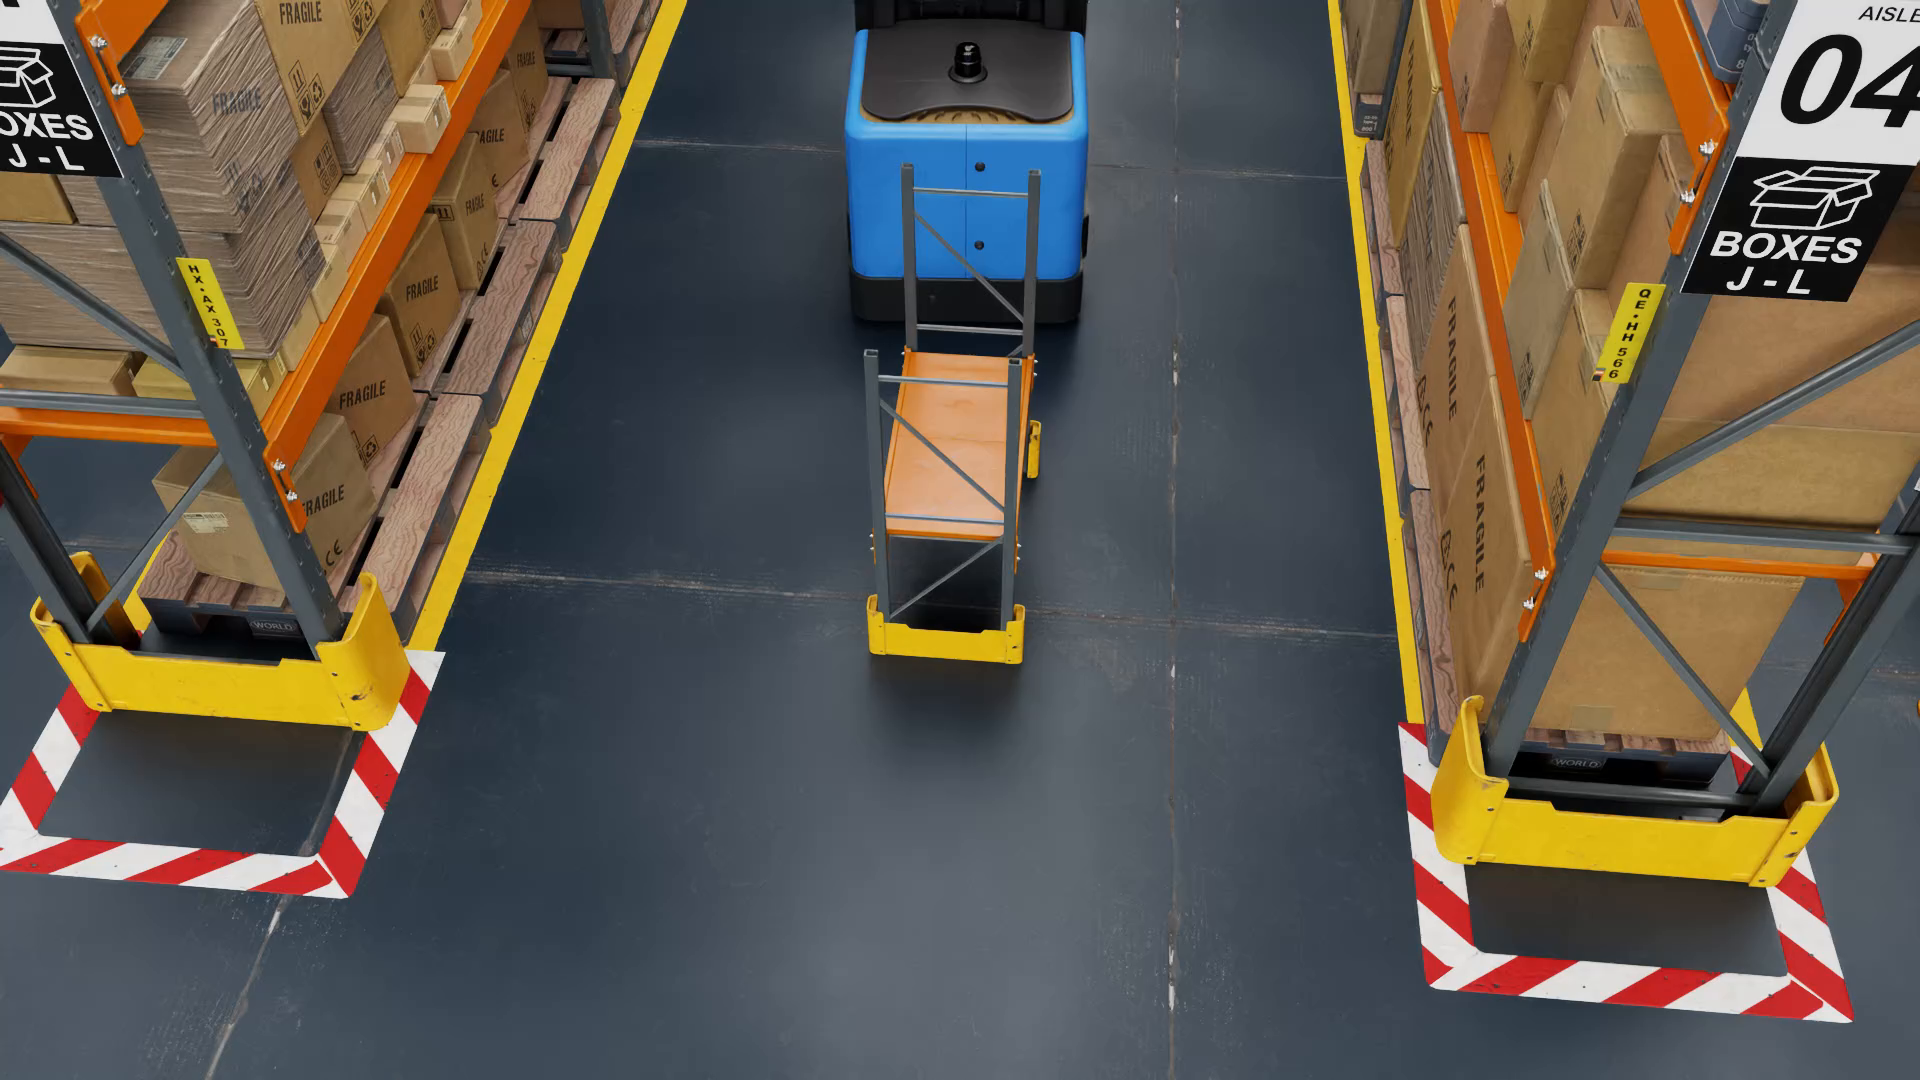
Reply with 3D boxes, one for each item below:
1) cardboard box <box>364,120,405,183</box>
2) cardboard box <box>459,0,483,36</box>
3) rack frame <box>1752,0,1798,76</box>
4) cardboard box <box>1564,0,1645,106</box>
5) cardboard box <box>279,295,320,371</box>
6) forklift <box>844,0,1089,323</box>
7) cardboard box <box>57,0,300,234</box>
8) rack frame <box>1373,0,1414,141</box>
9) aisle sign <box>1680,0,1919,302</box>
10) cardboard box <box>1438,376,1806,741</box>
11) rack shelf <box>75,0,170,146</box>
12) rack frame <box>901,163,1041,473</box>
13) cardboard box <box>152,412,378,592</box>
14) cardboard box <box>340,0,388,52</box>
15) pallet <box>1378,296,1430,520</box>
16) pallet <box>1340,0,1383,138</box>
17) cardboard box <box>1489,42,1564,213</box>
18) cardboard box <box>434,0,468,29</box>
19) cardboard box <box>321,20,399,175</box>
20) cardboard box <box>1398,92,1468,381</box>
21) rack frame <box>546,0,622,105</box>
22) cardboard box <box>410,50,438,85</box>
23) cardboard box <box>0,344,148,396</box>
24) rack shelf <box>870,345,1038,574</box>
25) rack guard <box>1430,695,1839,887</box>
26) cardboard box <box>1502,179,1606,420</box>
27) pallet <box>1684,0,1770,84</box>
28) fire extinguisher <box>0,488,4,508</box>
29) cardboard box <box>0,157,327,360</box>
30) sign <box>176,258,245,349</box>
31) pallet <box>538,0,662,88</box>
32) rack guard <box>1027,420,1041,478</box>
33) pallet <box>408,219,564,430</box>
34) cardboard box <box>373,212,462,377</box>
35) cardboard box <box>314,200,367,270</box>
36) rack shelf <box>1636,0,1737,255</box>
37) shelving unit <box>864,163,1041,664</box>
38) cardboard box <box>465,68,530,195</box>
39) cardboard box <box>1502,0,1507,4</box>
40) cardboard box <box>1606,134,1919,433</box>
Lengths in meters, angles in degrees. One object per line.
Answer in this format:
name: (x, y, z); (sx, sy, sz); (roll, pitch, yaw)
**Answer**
cardboard box: (-2.310, -1.444, 6.208); (0.380, 0.149, 0.250); (4, 48, 4)
cardboard box: (-2.206, -2.178, 6.879); (0.380, 0.149, 0.250); (4, 48, 4)
rack frame: (2.250, -2.033, 2.511); (1.000, 3.000, 0.127); (4, 48, 4)
cardboard box: (2.467, -1.506, 5.261); (0.875, 0.550, 0.550); (4, 48, 4)
cardboard box: (-2.375, -0.707, 5.534); (0.380, 0.149, 0.250); (4, 48, 4)
forklift: (0.055, -3.049, 7.552); (1.130, 2.935, 3.031); (1, 48, 1)
cardboard box: (-2.359, -1.273, 4.935); (0.500, 0.500, 0.500); (4, 48, 4)
rack frame: (2.614, -2.948, 7.413); (1.000, 3.000, 0.127); (4, 48, 4)
aisle sign: (1.945, -0.854, 3.736); (0.394, 0.787, 0.004); (4, 48, 4)
cardboard box: (2.246, 0.064, 5.814); (0.875, 0.875, 0.875); (4, 48, 4)
rack shelf: (-2.498, -2.655, 5.600); (1.077, 0.370, 4.000); (4, 48, 4)
rack frame: (0.039, -0.817, 6.481); (0.500, 1.500, 0.032); (4, 48, 4)
cardboard box: (-2.607, -0.172, 6.284); (0.500, 0.500, 0.500); (12, 49, 11)
cardboard box: (-2.262, -2.008, 5.607); (0.500, 0.500, 0.500); (4, 48, 4)
pallet: (2.359, -0.554, 7.114); (1.003, 0.211, 1.213); (4, 48, 4)
pallet: (2.610, -2.578, 8.965); (1.003, 0.211, 1.213); (4, 48, 4)
cardboard box: (2.450, -1.535, 6.020); (0.875, 0.550, 0.500); (4, 48, 4)
cardboard box: (-2.444, -2.424, 6.665); (0.875, 0.500, 0.500); (4, 48, 4)
cardboard box: (-2.588, -1.692, 5.996); (0.875, 0.500, 0.500); (4, 48, 4)
cardboard box: (2.409, -1.252, 7.018); (0.875, 0.875, 0.875); (4, 48, 4)
rack frame: (-2.316, -3.355, 7.786); (1.000, 3.000, 0.127); (4, 48, 4)
cardboard box: (-2.293, -1.813, 6.546); (0.380, 0.149, 0.250); (4, 48, 4)
cardboard box: (-2.860, -0.555, 5.395); (0.380, 0.149, 0.250); (4, 48, 4)
rack shelf: (-0.008, -0.322, 6.272); (0.538, 0.185, 1.000); (4, 48, 4)
rack guard: (2.248, 0.853, 5.631); (1.175, 0.500, 0.348); (4, 48, 4)
cardboard box: (2.267, -0.740, 5.293); (0.875, 0.550, 0.550); (4, 48, 4)
pallet: (2.307, -1.536, 4.150); (1.003, 0.211, 1.213); (4, 48, 4)
fire extinguisher: (-3.150, -0.337, 5.078); (0.296, 0.674, 0.183); (4, 48, 4)
cardboard box: (-2.603, -0.952, 5.319); (0.875, 0.500, 0.500); (4, 48, 4)
sign: (-2.140, -0.672, 4.745); (0.100, 0.325, 0.005); (4, 48, 4)
pallet: (-2.246, -2.986, 9.338); (1.003, 0.211, 1.213); (4, 48, 4)
rack guard: (0.038, -0.394, 6.941); (0.587, 0.250, 0.087); (4, 48, 4)
pallet: (-2.450, -1.019, 7.539); (1.003, 0.211, 1.213); (4, 48, 4)
cardboard box: (-2.510, -1.072, 7.107); (0.500, 0.500, 0.500); (8, 48, 7)
cardboard box: (-2.335, -1.075, 5.871); (0.380, 0.149, 0.250); (4, 48, 4)
rack shelf: (2.432, -2.247, 5.227); (1.077, 0.370, 4.000); (4, 48, 4)
shelving unit: (-0.007, -0.450, 6.145); (0.587, 1.500, 1.083); (4, 48, 4)
cardboard box: (-2.437, -1.941, 7.902); (0.500, 0.500, 0.500); (18, 50, 16)
cardboard box: (2.426, -2.294, 5.982); (0.875, 0.550, 0.550); (4, 48, 4)
cardboard box: (2.322, -0.693, 4.518); (0.875, 0.550, 0.550); (4, 48, 4)
